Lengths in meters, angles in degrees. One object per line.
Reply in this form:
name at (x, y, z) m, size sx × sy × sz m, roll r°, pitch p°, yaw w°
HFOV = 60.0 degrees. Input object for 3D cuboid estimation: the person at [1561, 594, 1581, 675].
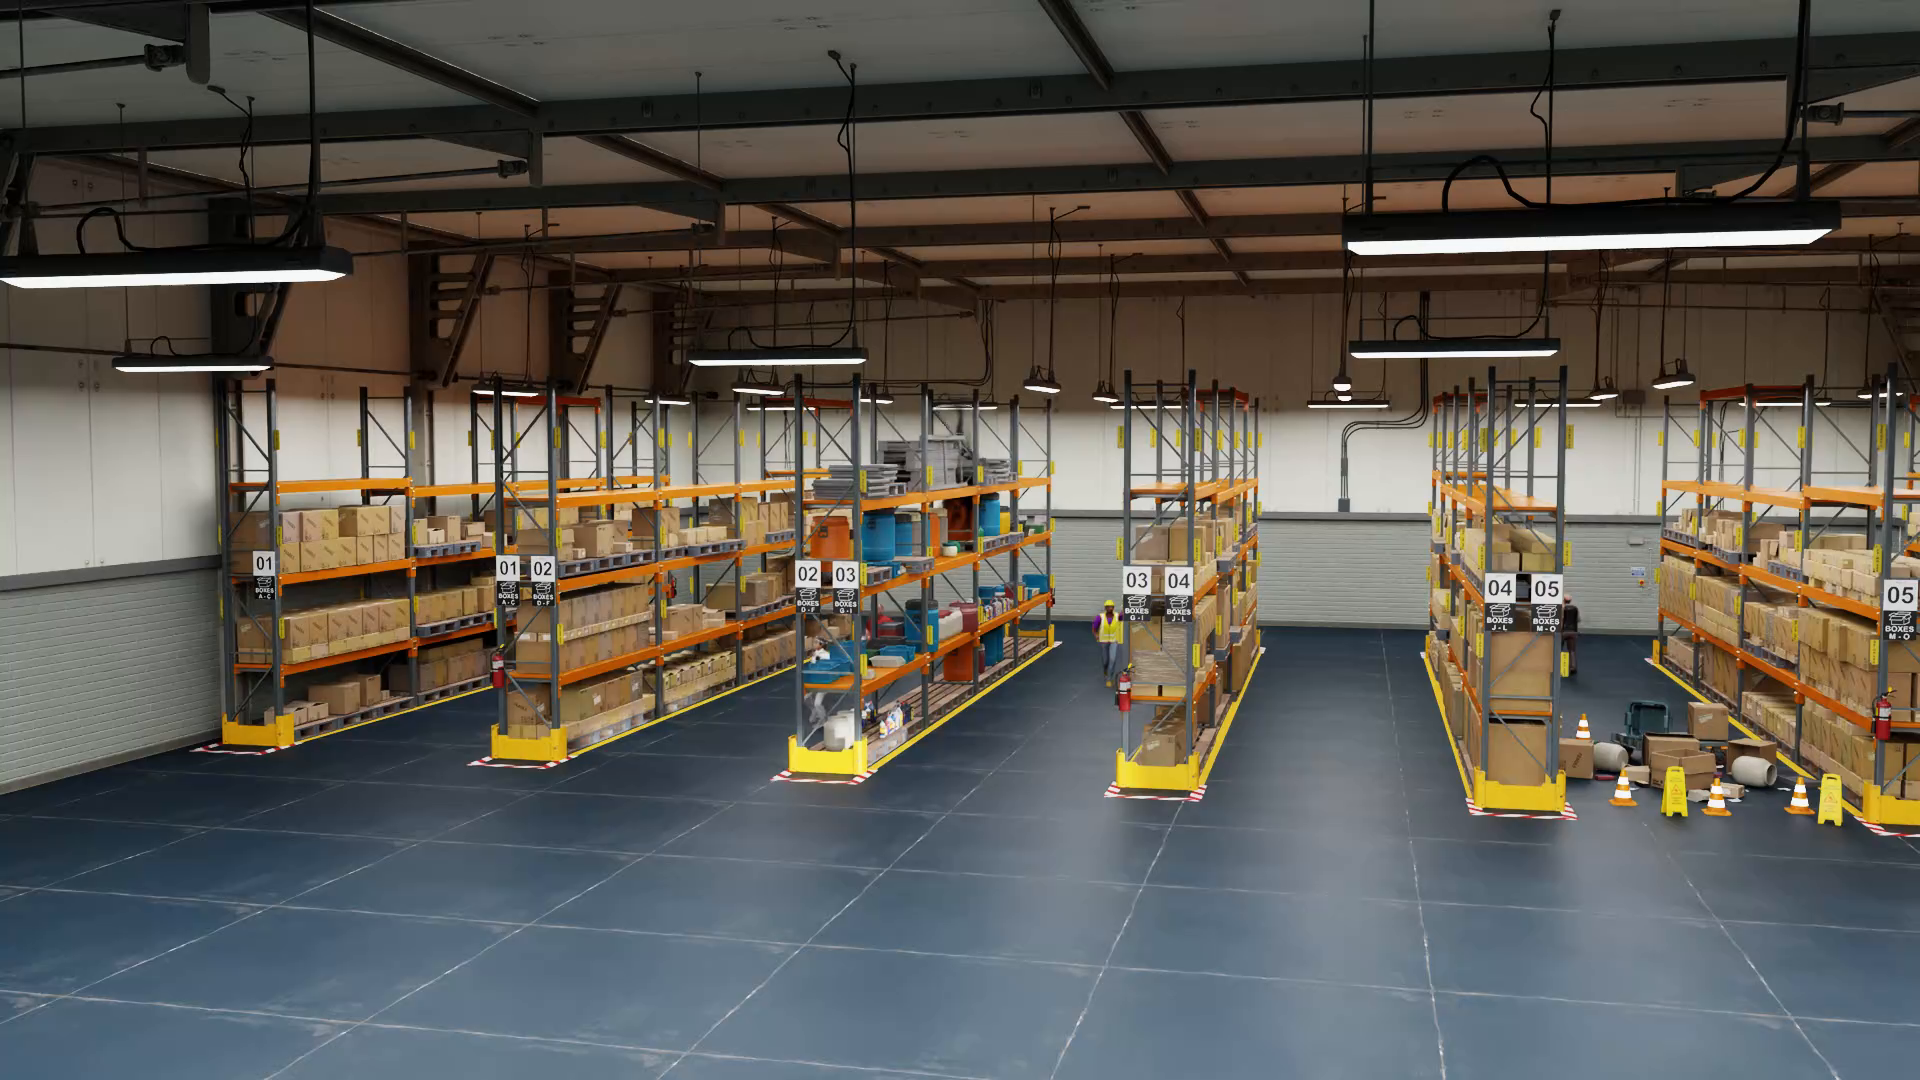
person at (12.870, 2.033, 35.253) m, size 0.599 × 1.769 × 0.831 m, roll 0°, pitch 3°, yaw 4°

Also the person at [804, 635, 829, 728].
person at (-2.475, 2.457, 28.866) m, size 0.634 × 1.654 × 0.580 m, roll 3°, pitch 5°, yaw 43°

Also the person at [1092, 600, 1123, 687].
person at (3.070, 2.104, 34.127) m, size 0.709 × 1.765 × 0.824 m, roll 0°, pitch 3°, yaw 5°

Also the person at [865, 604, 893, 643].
person at (-1.647, 2.145, 33.848) m, size 0.665 × 1.681 × 0.587 m, roll 1°, pitch 4°, yaw 19°
